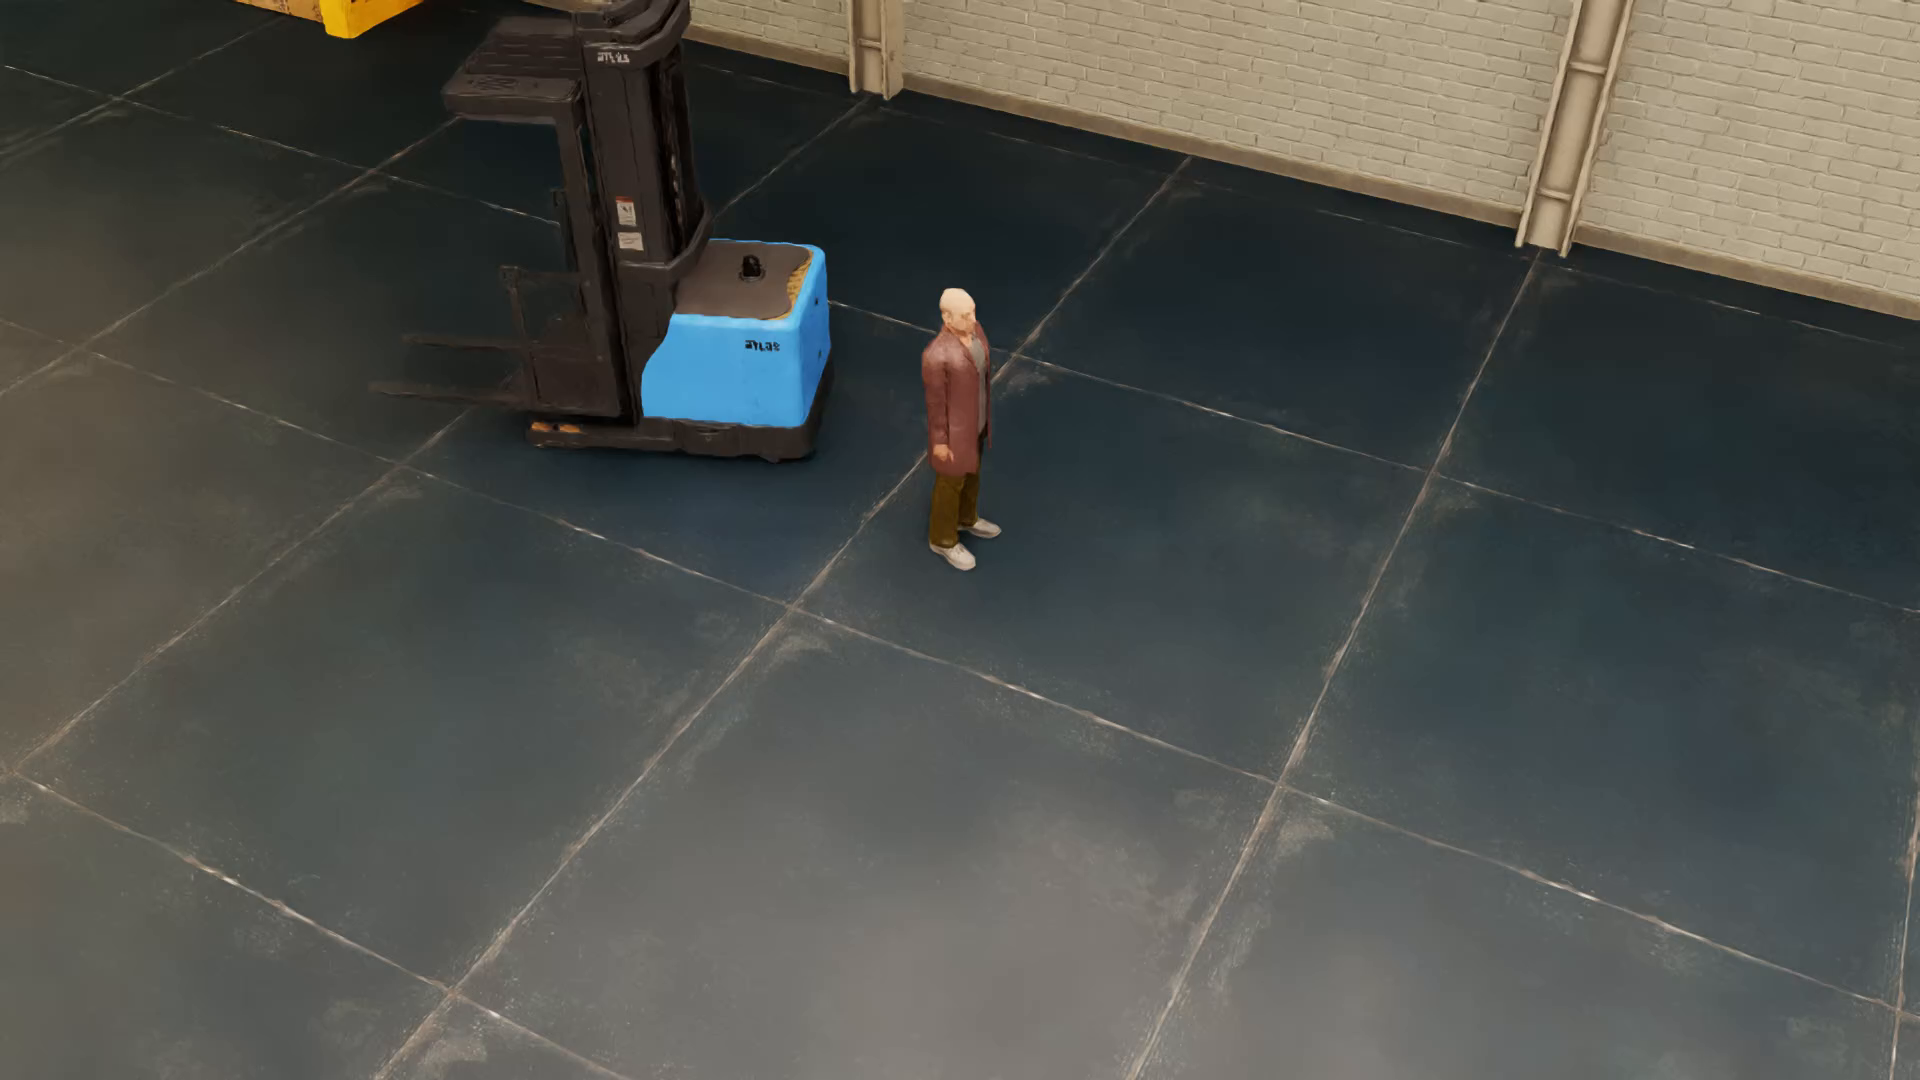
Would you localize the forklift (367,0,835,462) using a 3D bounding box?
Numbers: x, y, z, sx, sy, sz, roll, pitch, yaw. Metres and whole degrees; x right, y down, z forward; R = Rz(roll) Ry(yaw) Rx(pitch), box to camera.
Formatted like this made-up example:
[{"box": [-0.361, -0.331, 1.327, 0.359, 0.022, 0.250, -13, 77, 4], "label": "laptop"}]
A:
[{"box": [-2.424, -2.049, 10.419, 3.031, 2.935, 1.130, 5, 40, 6], "label": "forklift"}]

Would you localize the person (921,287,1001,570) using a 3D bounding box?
[{"box": [0.022, -0.673, 9.677, 0.377, 1.783, 0.550, 18, 43, 21], "label": "person"}]
